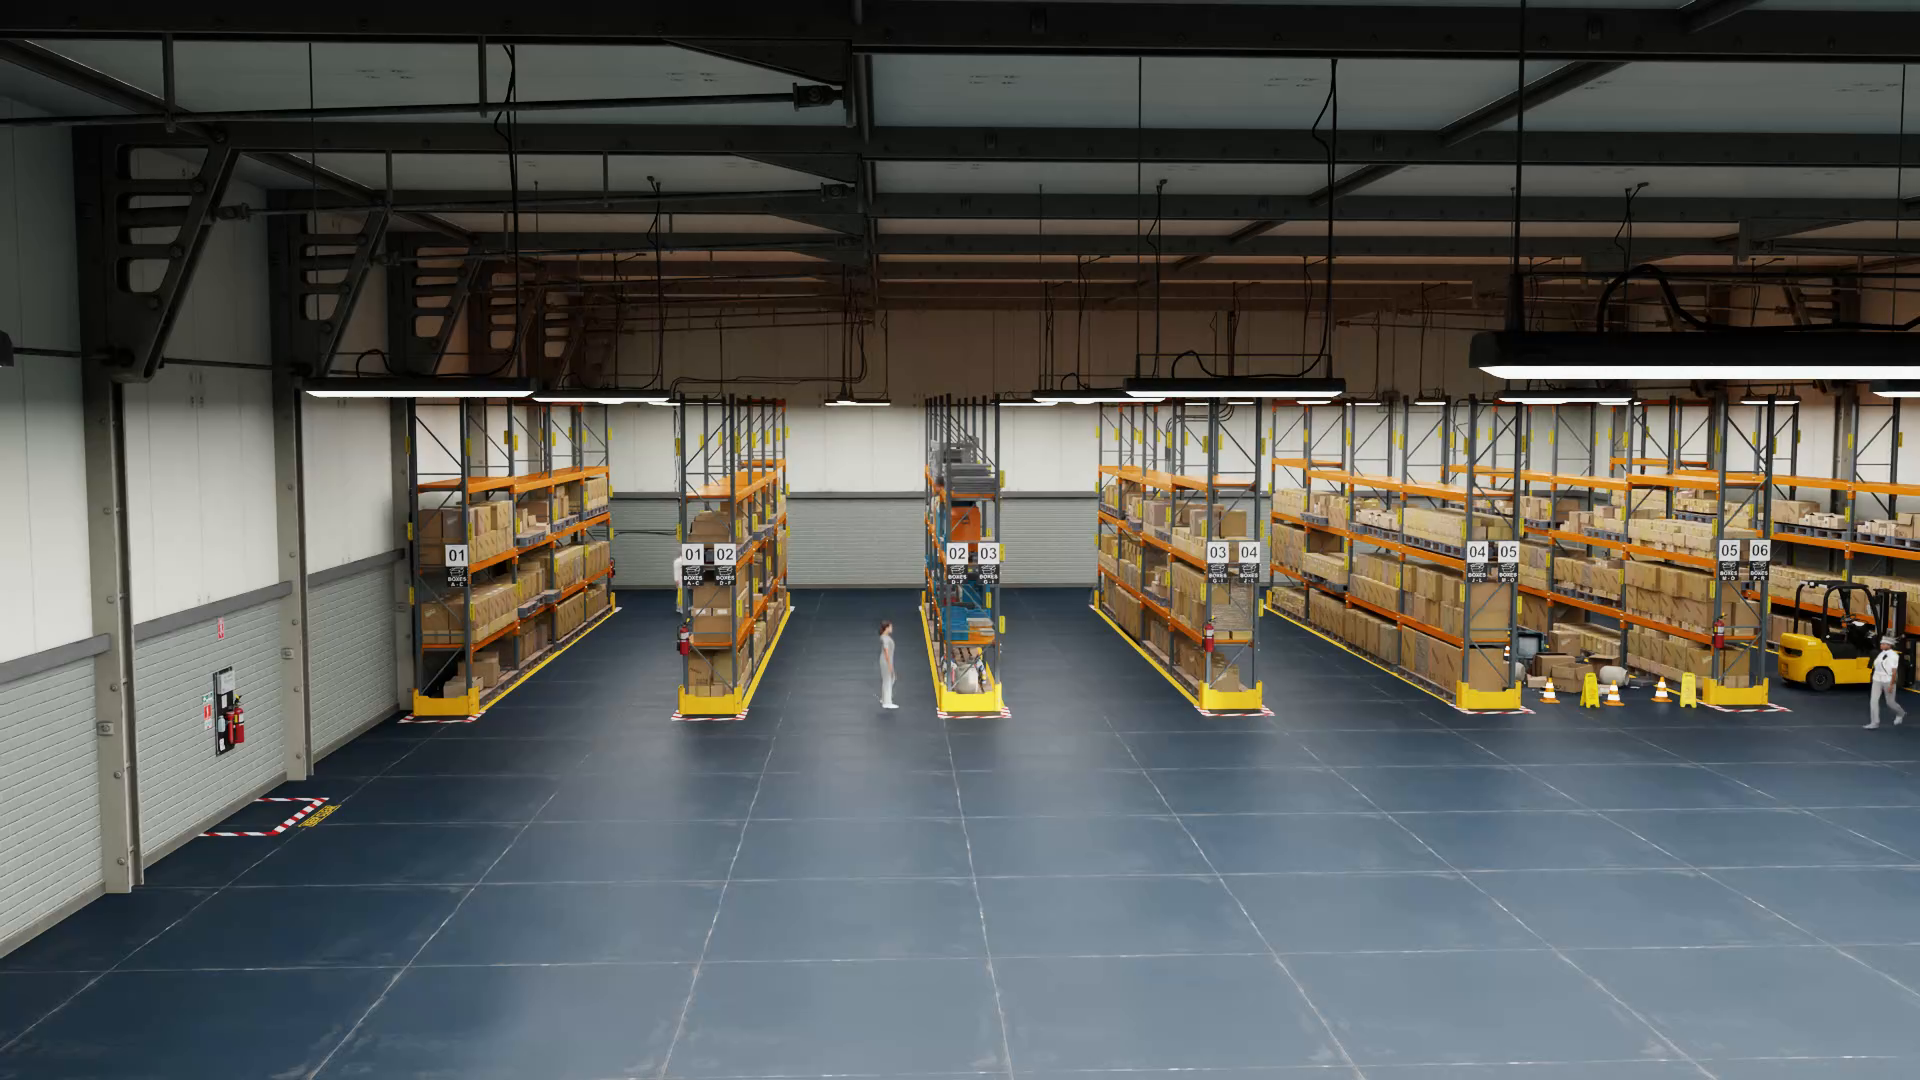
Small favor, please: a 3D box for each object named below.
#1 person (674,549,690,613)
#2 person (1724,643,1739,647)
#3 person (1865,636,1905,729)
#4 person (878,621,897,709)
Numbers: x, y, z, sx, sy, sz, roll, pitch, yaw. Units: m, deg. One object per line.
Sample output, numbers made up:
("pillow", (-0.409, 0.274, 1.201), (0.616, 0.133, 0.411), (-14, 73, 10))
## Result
("person", (-7.792, 1.206, 46.710), (0.439, 1.709, 0.633), (1, 5, 18))
("person", (16.837, 2.021, 36.421), (0.649, 1.648, 0.436), (3, 5, 32))
("person", (16.578, 2.535, 29.747), (0.837, 1.654, 0.445), (-3, 5, -33))
("person", (-1.388, 2.403, 31.836), (0.380, 1.741, 0.535), (0, 5, -2))
